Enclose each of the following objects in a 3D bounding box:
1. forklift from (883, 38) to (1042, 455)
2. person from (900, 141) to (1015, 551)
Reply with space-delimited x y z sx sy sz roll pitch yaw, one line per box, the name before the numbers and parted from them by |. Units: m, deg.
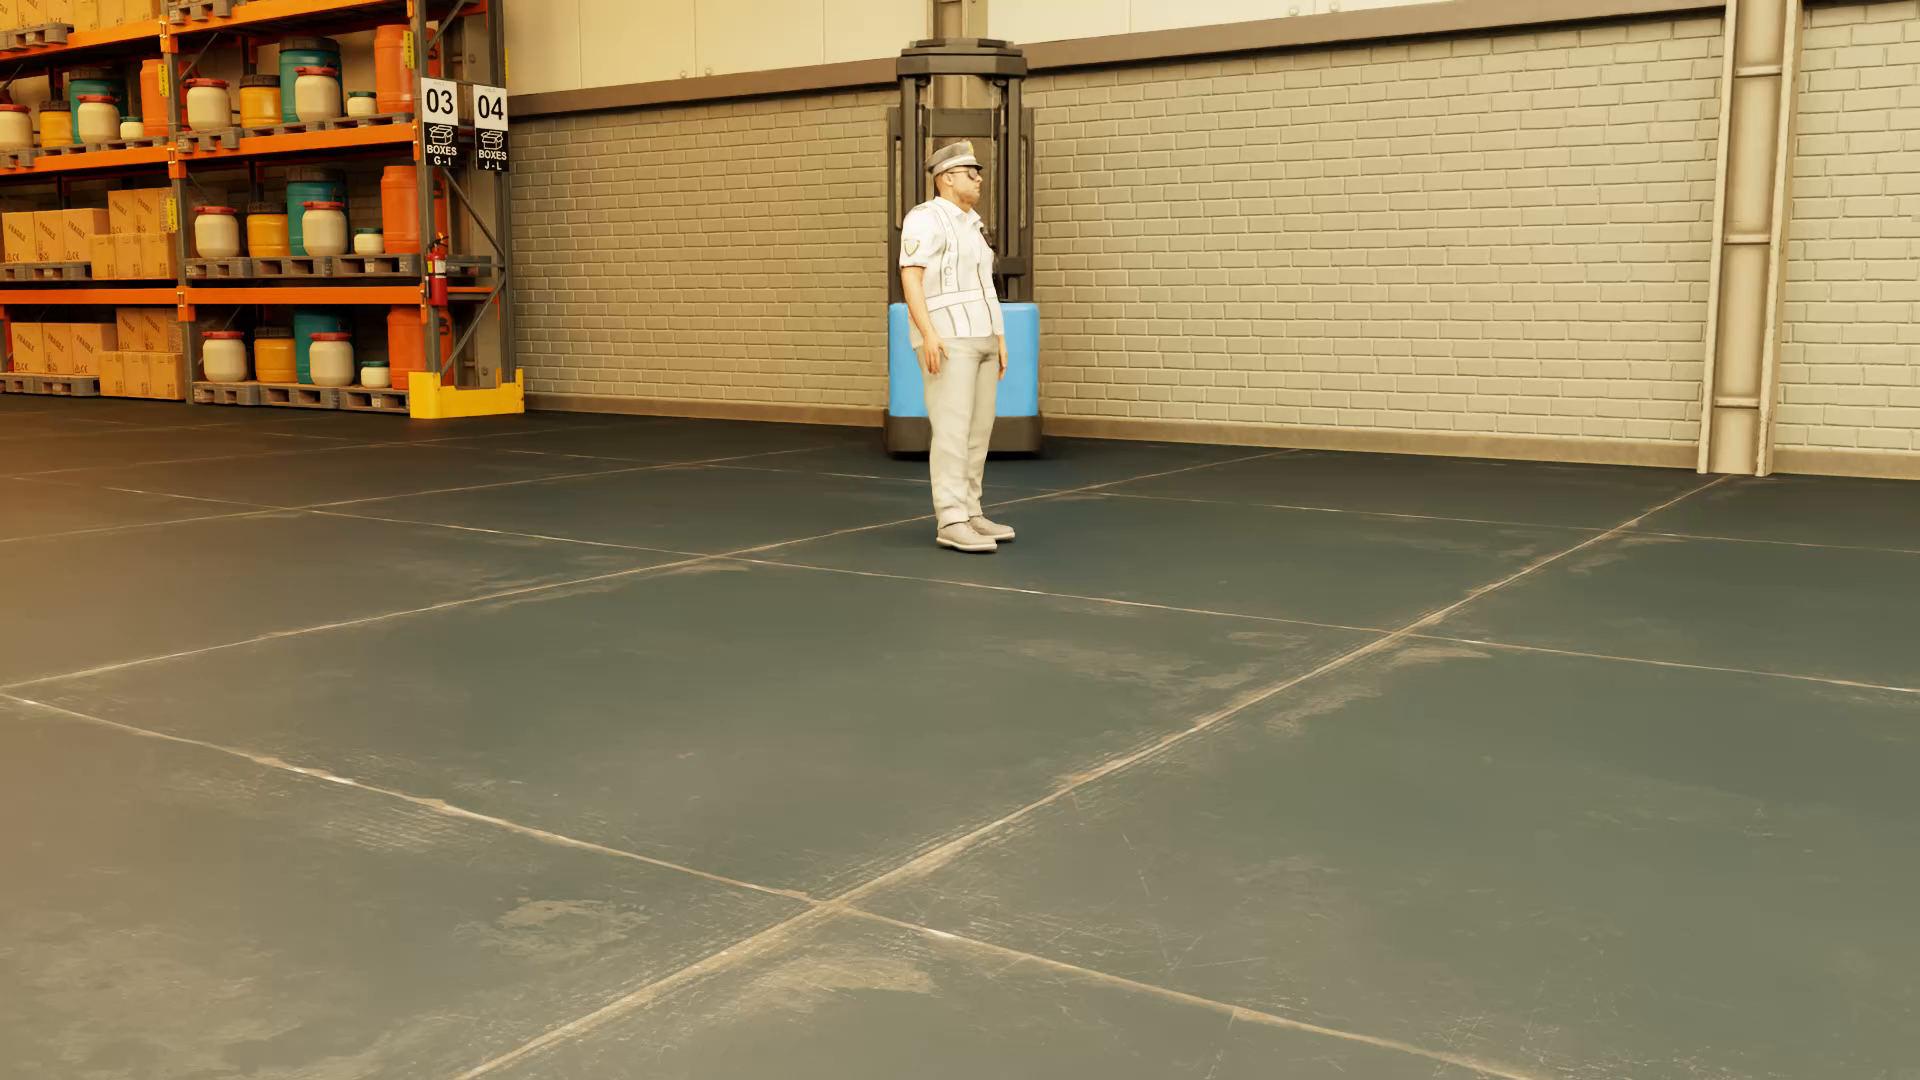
forklift | 0.001 -2.195 12.627 1.130 2.935 3.031 0 8 -1
person | 0.057 -0.880 7.425 0.575 1.778 0.640 5 10 34
